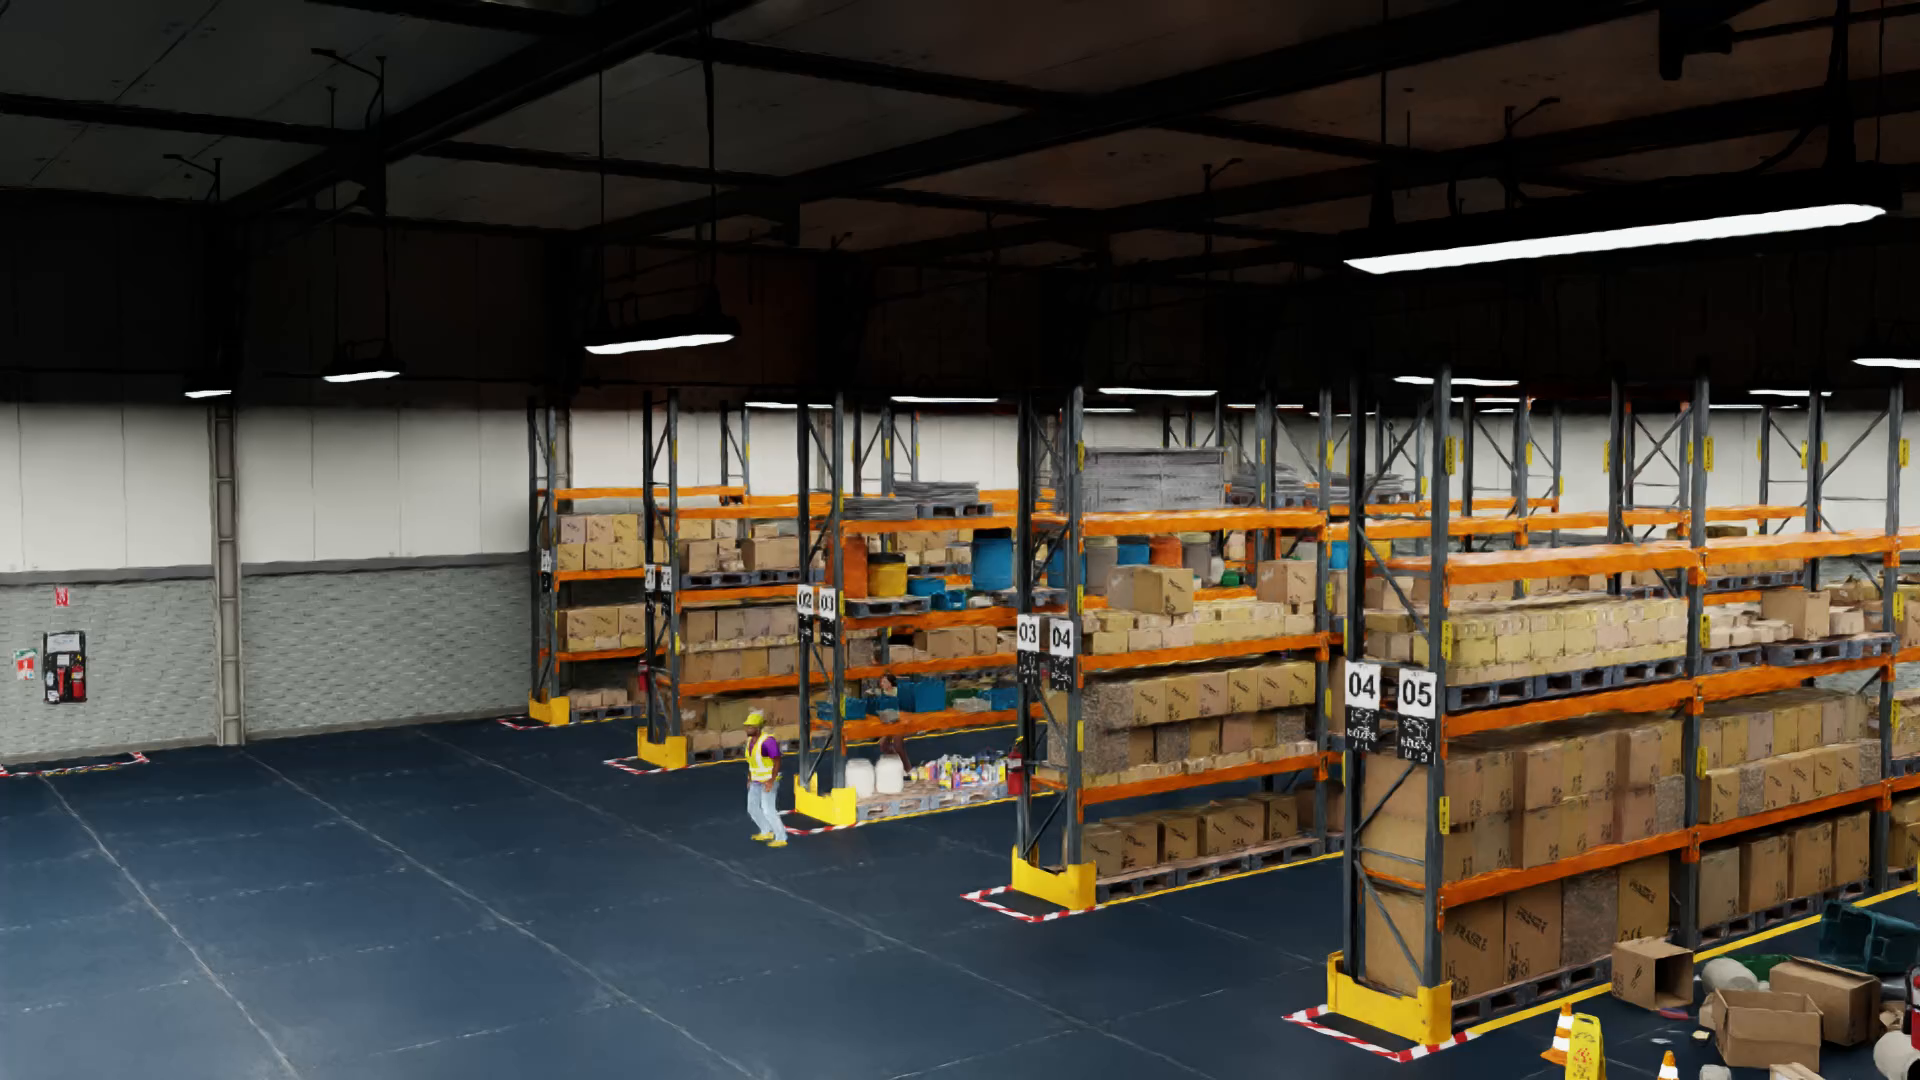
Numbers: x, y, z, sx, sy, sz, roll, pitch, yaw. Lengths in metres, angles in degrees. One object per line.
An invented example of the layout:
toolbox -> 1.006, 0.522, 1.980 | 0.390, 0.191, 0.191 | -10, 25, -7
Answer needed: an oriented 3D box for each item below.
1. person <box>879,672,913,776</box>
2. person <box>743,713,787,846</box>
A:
person -> -1.013, 2.826, 25.726 | 0.494, 1.585, 0.598 | -3, 4, -38
person -> -2.521, 3.058, 21.273 | 0.572, 1.713, 0.719 | -3, 4, -37
